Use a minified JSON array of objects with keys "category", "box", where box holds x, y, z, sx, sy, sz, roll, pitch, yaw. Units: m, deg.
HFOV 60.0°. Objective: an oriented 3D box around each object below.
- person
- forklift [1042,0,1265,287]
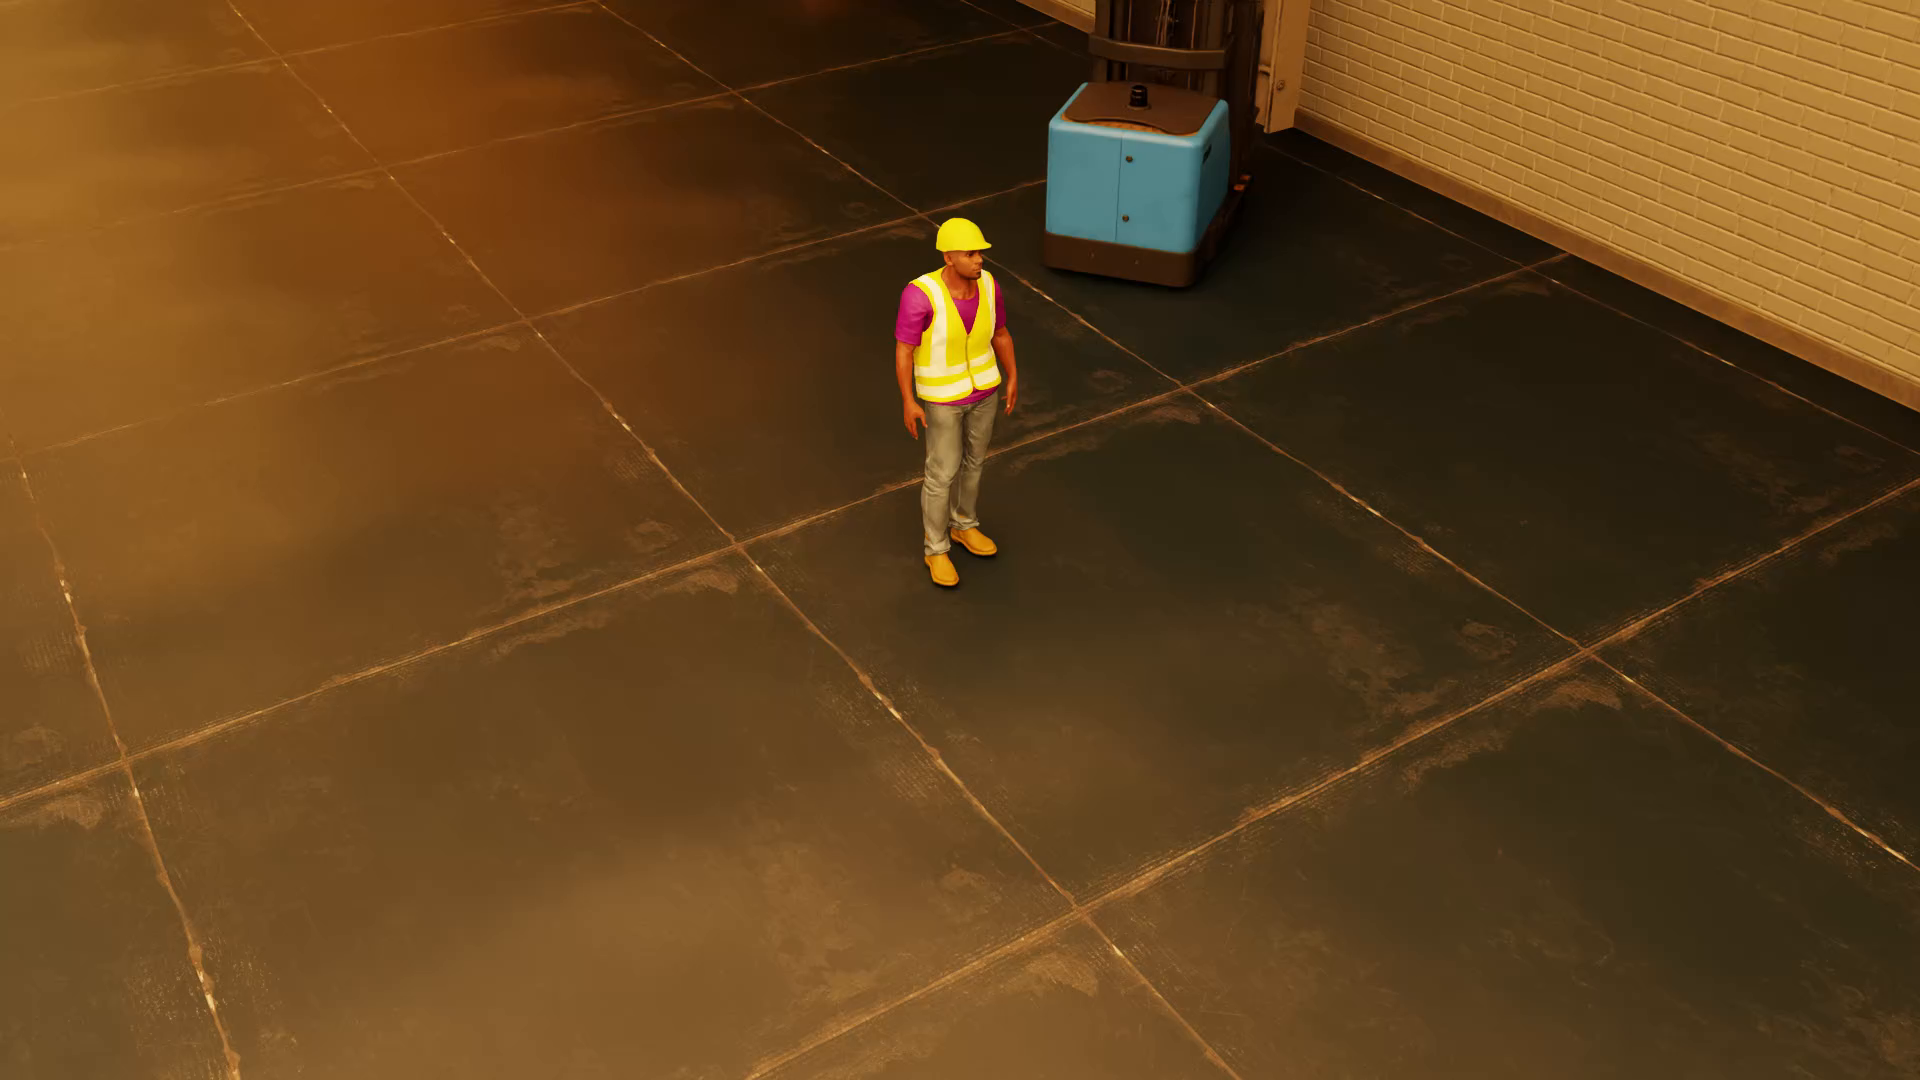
[{"category":"person","box":[0.033,-0.693,8.135,0.665,1.768,0.575,-21,40,-27]},{"category":"forklift","box":[1.538,-3.705,11.421,1.130,2.935,3.031,12,37,16]}]
